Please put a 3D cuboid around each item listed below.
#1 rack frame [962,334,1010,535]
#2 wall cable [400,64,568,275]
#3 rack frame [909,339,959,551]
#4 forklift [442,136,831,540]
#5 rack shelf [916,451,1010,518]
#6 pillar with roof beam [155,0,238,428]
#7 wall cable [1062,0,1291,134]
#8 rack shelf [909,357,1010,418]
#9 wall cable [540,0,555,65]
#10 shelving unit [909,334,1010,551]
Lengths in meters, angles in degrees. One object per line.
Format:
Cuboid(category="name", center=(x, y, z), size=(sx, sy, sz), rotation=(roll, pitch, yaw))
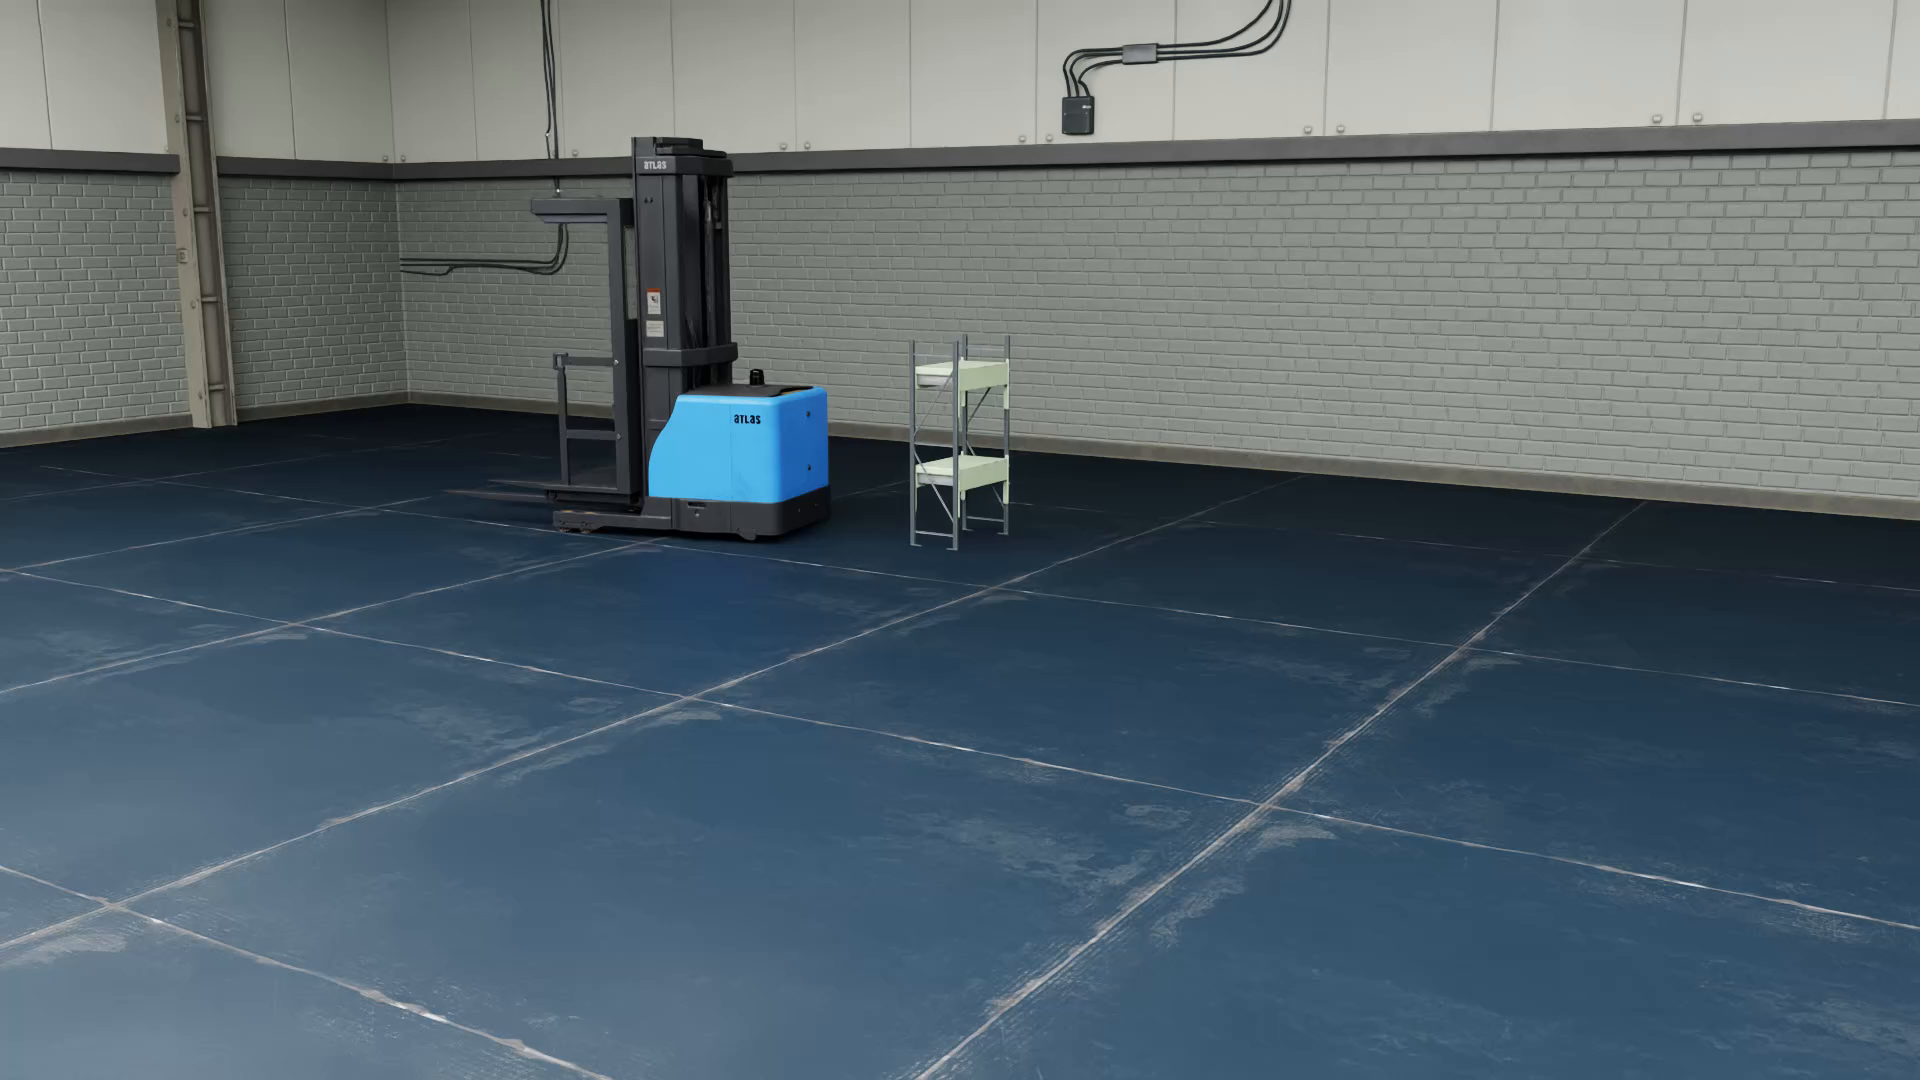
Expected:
Cuboid(category="rack frame", center=(0.193, -0.796, 12.544), size=(0.400, 1.500, 0.023), rotation=(6, 12, 31))
Cuboid(category="wall cable", center=(-6.096, -4.576, 20.794), size=(3.097, 2.526, 0.112), rotation=(6, 12, 31))
Cuboid(category="rack frame", center=(-0.187, -0.681, 11.929), size=(0.400, 1.500, 0.023), rotation=(6, 12, 31))
Cuboid(category="forklift", center=(-2.585, -1.577, 12.829), size=(3.031, 2.935, 1.130), rotation=(4, 11, 19))
Cuboid(category="rack shelf", center=(0.003, -0.418, 12.296), size=(0.431, 0.370, 0.720), rotation=(6, 12, 31))
Cuboid(category="pillar with roof beam", center=(-5.077, -5.354, 16.511), size=(9.100, 9.000, 0.400), rotation=(6, 12, 31))
Cuboid(category="wall cable", center=(2.009, -6.864, 15.337), size=(2.305, 6.003, 0.169), rotation=(6, 12, 31))
Cuboid(category="rack shelf", center=(0.003, -1.122, 12.164), size=(0.431, 0.370, 0.720), rotation=(6, 12, 31))
Cuboid(category="wall cable", center=(-3.784, -6.800, 18.949), size=(3.097, 2.526, 0.112), rotation=(6, 12, 31))
Cuboid(category="shelving unit", center=(0.003, -0.738, 12.236), size=(0.431, 1.500, 0.755), rotation=(6, 12, 31))
